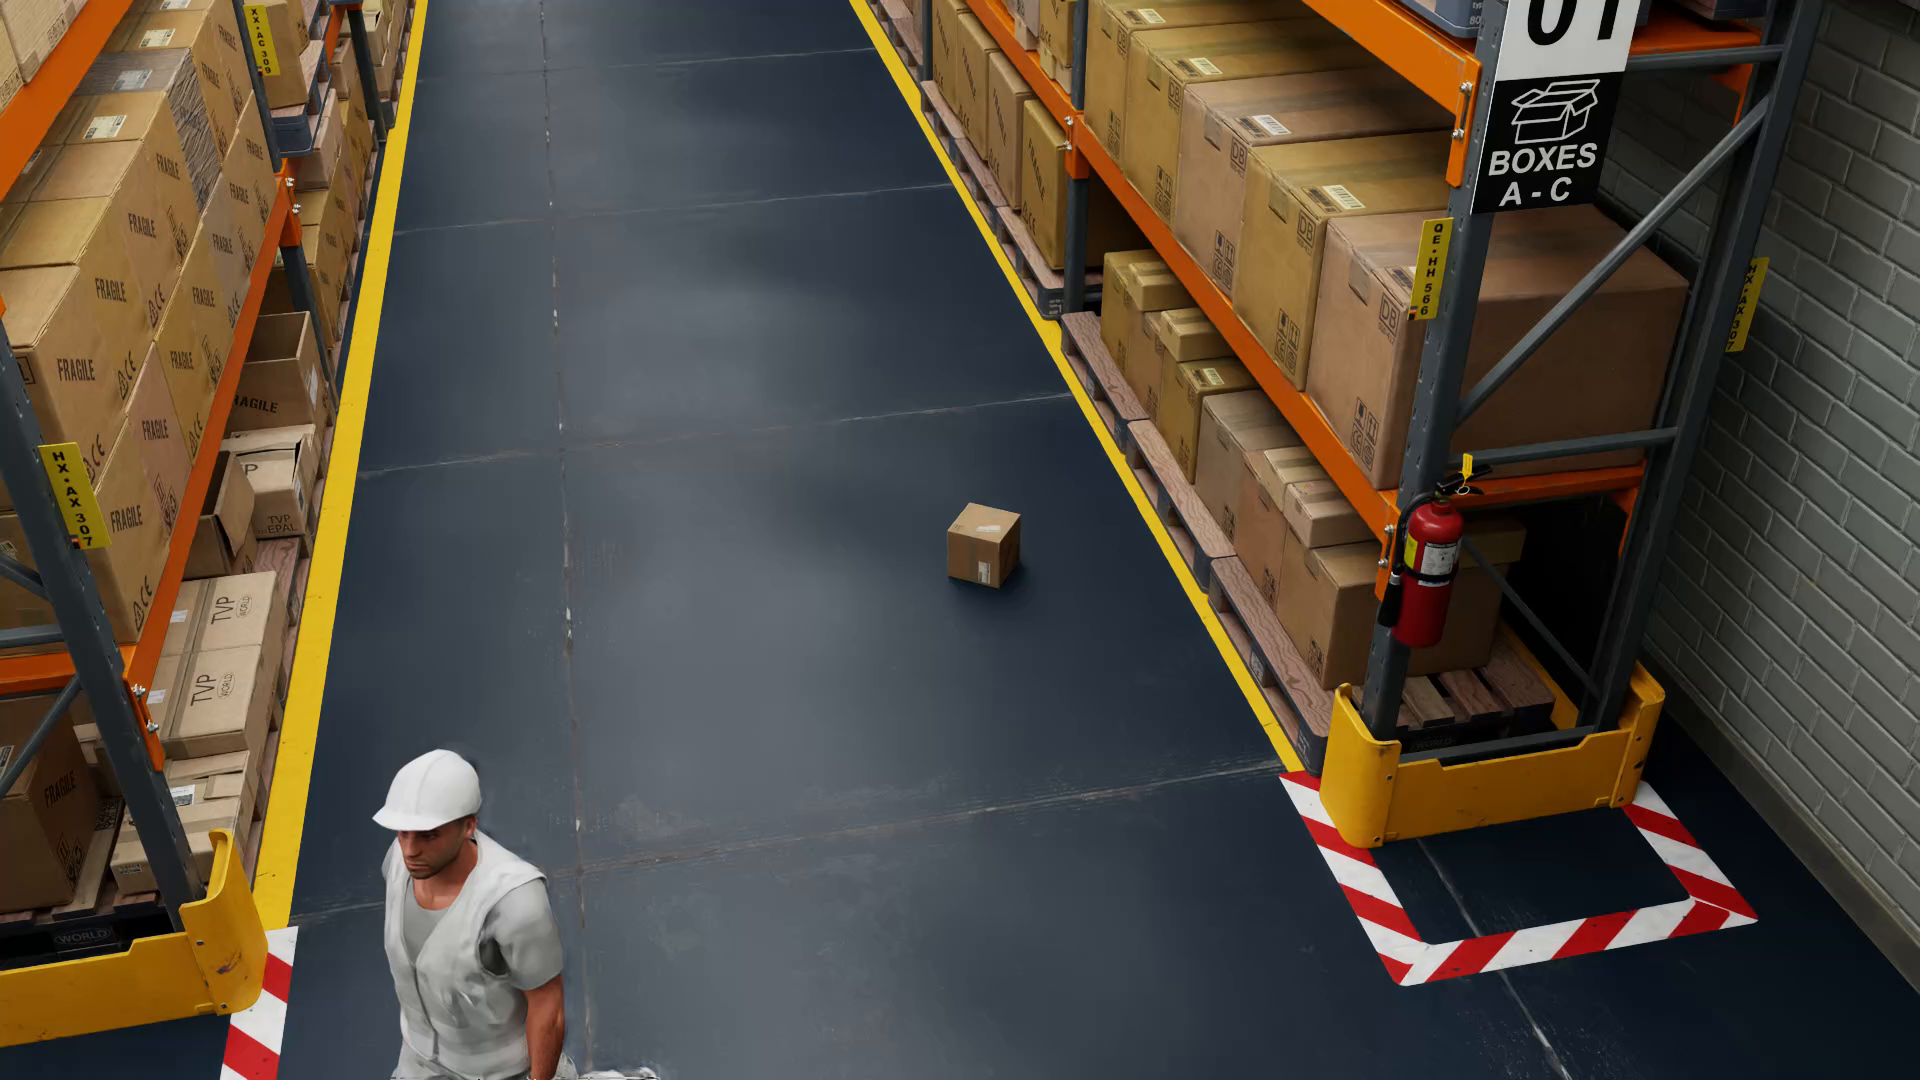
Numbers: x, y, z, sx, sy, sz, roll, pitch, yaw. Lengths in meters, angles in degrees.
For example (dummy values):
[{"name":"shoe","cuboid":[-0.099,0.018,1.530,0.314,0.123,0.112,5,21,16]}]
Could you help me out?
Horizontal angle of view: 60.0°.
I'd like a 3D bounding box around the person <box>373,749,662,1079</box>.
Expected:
[{"name":"person","cuboid":[-1.203,1.261,4.259,0.581,1.754,1.012,16,37,22]}]
